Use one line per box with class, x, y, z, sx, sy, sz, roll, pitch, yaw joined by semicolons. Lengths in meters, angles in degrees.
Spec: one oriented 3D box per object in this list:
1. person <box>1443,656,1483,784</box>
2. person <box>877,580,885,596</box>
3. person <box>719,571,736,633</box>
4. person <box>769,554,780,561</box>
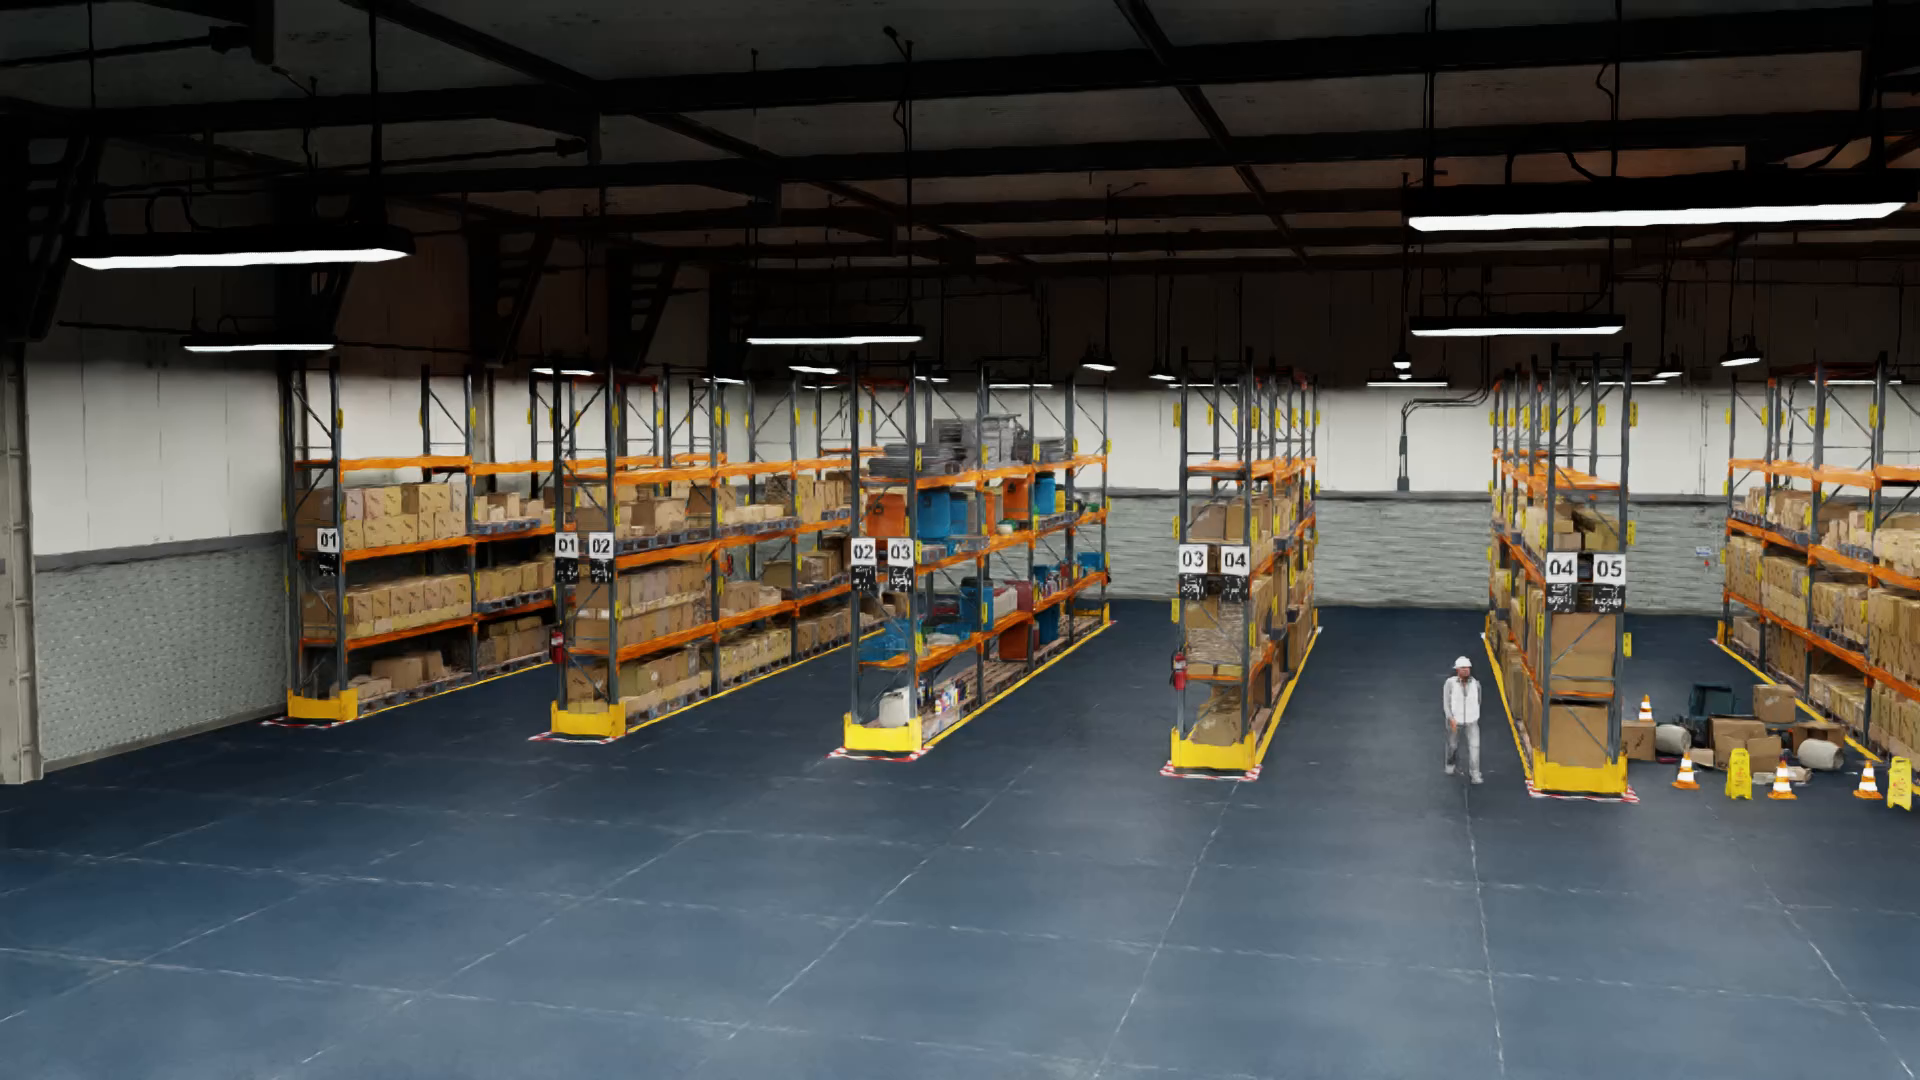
person;6.916;2.455;22.920;0.538;1.715;1.029;1;4;7
person;-2.195;0.871;45.204;0.495;1.589;1.086;1;4;18
person;-5.081;1.505;36.055;0.682;1.715;0.536;1;4;13
person;-4.516;1.164;40.635;0.375;1.679;0.575;0;4;0
